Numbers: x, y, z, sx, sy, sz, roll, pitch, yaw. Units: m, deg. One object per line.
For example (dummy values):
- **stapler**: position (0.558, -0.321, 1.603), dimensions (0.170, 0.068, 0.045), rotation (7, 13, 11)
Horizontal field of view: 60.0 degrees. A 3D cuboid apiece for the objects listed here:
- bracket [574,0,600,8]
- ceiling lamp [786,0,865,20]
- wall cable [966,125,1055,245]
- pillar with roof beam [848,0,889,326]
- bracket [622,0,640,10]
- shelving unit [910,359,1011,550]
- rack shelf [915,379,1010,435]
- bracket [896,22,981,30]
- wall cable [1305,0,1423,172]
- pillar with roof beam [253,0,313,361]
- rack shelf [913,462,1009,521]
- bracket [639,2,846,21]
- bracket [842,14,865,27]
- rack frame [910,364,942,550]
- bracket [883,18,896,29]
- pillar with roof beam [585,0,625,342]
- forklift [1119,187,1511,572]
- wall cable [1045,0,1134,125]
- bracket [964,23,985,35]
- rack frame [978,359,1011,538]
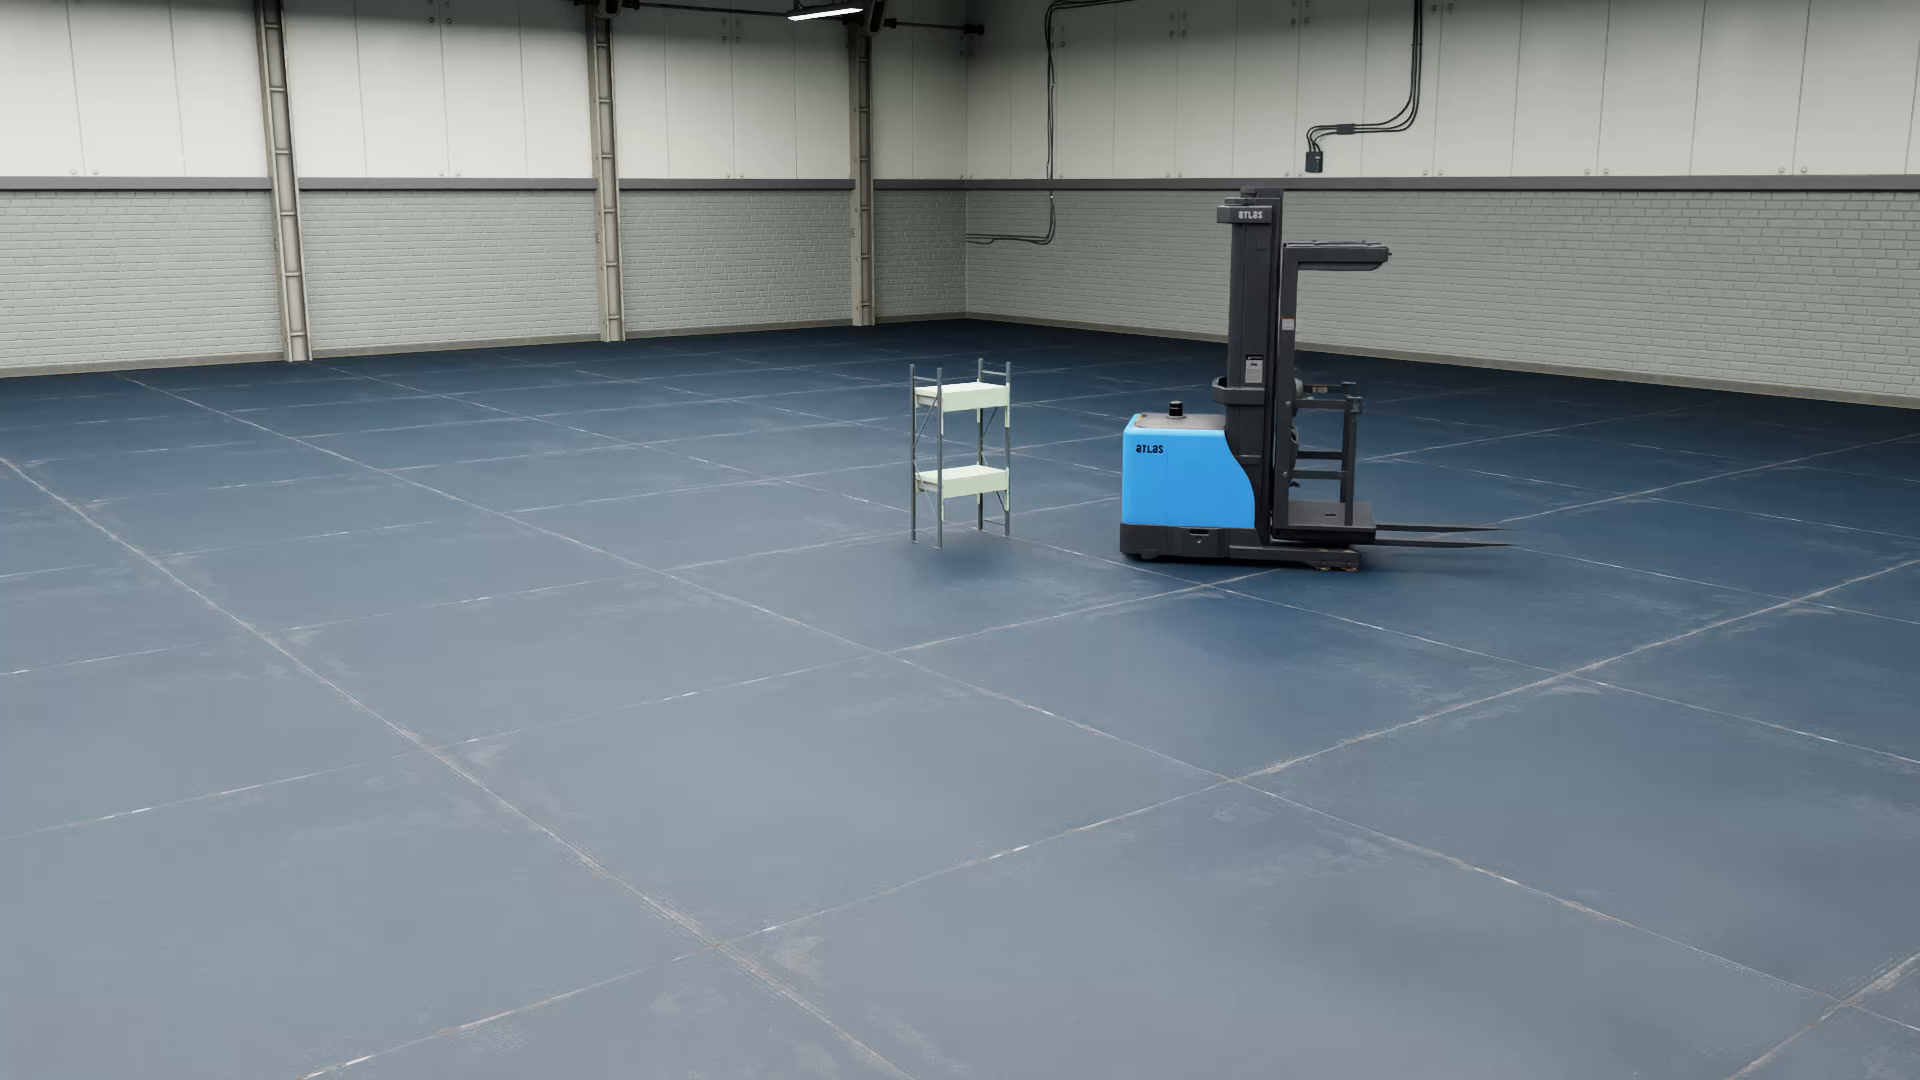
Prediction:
- **bracket**: position (-6.886, -9.947, 30.644), dimensions (0.430, 0.232, 0.235), rotation (-9, 15, -38)
- **ceiling lamp**: position (-2.149, -10.660, 28.614), dimensions (0.800, 3.185, 2.000), rotation (-9, 15, -38)
- **wall cable**: position (1.028, -7.725, 36.322), dimensions (0.112, 2.526, 3.097), rotation (-9, 15, -38)
- **pillar with roof beam**: position (0.590, -8.378, 31.921), dimensions (0.548, 9.000, 9.100), rotation (-9, 15, -38)
- **bracket**: position (-6.238, -10.055, 31.151), dimensions (0.430, 0.232, 0.235), rotation (-9, 15, -38)
- **shelving unit**: position (0.005, -0.735, 13.977), dimensions (0.755, 1.500, 0.431), rotation (-9, 15, -38)
- **rack shelf**: position (0.005, -1.116, 13.896), dimensions (0.720, 0.370, 0.431), rotation (-9, 15, -38)
- **bracket**: position (-0.164, -11.064, 35.905), dimensions (3.189, 0.066, 0.076), rotation (-9, 15, -38)
- **wall cable**: position (6.946, -9.366, 28.385), dimensions (0.169, 6.003, 2.305), rotation (-9, 15, -38)
- **pillar with roof beam**: position (-8.780, -6.821, 24.588), dimensions (0.400, 9.000, 9.100), rotation (-9, 15, -38)
- **rack shelf**: position (0.005, -0.416, 14.045), dimensions (0.720, 0.370, 0.431), rotation (-9, 15, -38)
- **bracket**: position (-4.213, -10.392, 32.736), dimensions (4.783, 0.066, 0.076), rotation (-9, 15, -38)
- **bracket**: position (-2.201, -10.726, 34.310), dimensions (0.430, 0.232, 0.235), rotation (-9, 15, -38)
- **rack frame**: position (-0.281, -0.687, 13.753), dimensions (0.023, 1.500, 0.400), rotation (-9, 15, -38)
- **bracket**: position (-1.553, -10.834, 34.818), dimensions (0.430, 0.232, 0.235), rotation (-9, 15, -38)
- **pillar with roof beam**: position (-4.095, -7.600, 28.254), dimensions (0.548, 9.000, 9.100), rotation (-9, 15, -38)
- **forklift**: position (2.849, -1.307, 13.228), dimensions (3.031, 2.935, 1.130), rotation (2, 12, 10)
- **wall cable**: position (2.718, -9.757, 33.731), dimensions (0.112, 2.526, 3.097), rotation (-9, 15, -38)
- **bracket**: position (0.297, -11.141, 36.266), dimensions (0.430, 0.232, 0.235), rotation (-9, 15, -38)
- **rack frame**: position (0.291, -0.782, 14.201), dimensions (0.023, 1.500, 0.400), rotation (-9, 15, -38)
